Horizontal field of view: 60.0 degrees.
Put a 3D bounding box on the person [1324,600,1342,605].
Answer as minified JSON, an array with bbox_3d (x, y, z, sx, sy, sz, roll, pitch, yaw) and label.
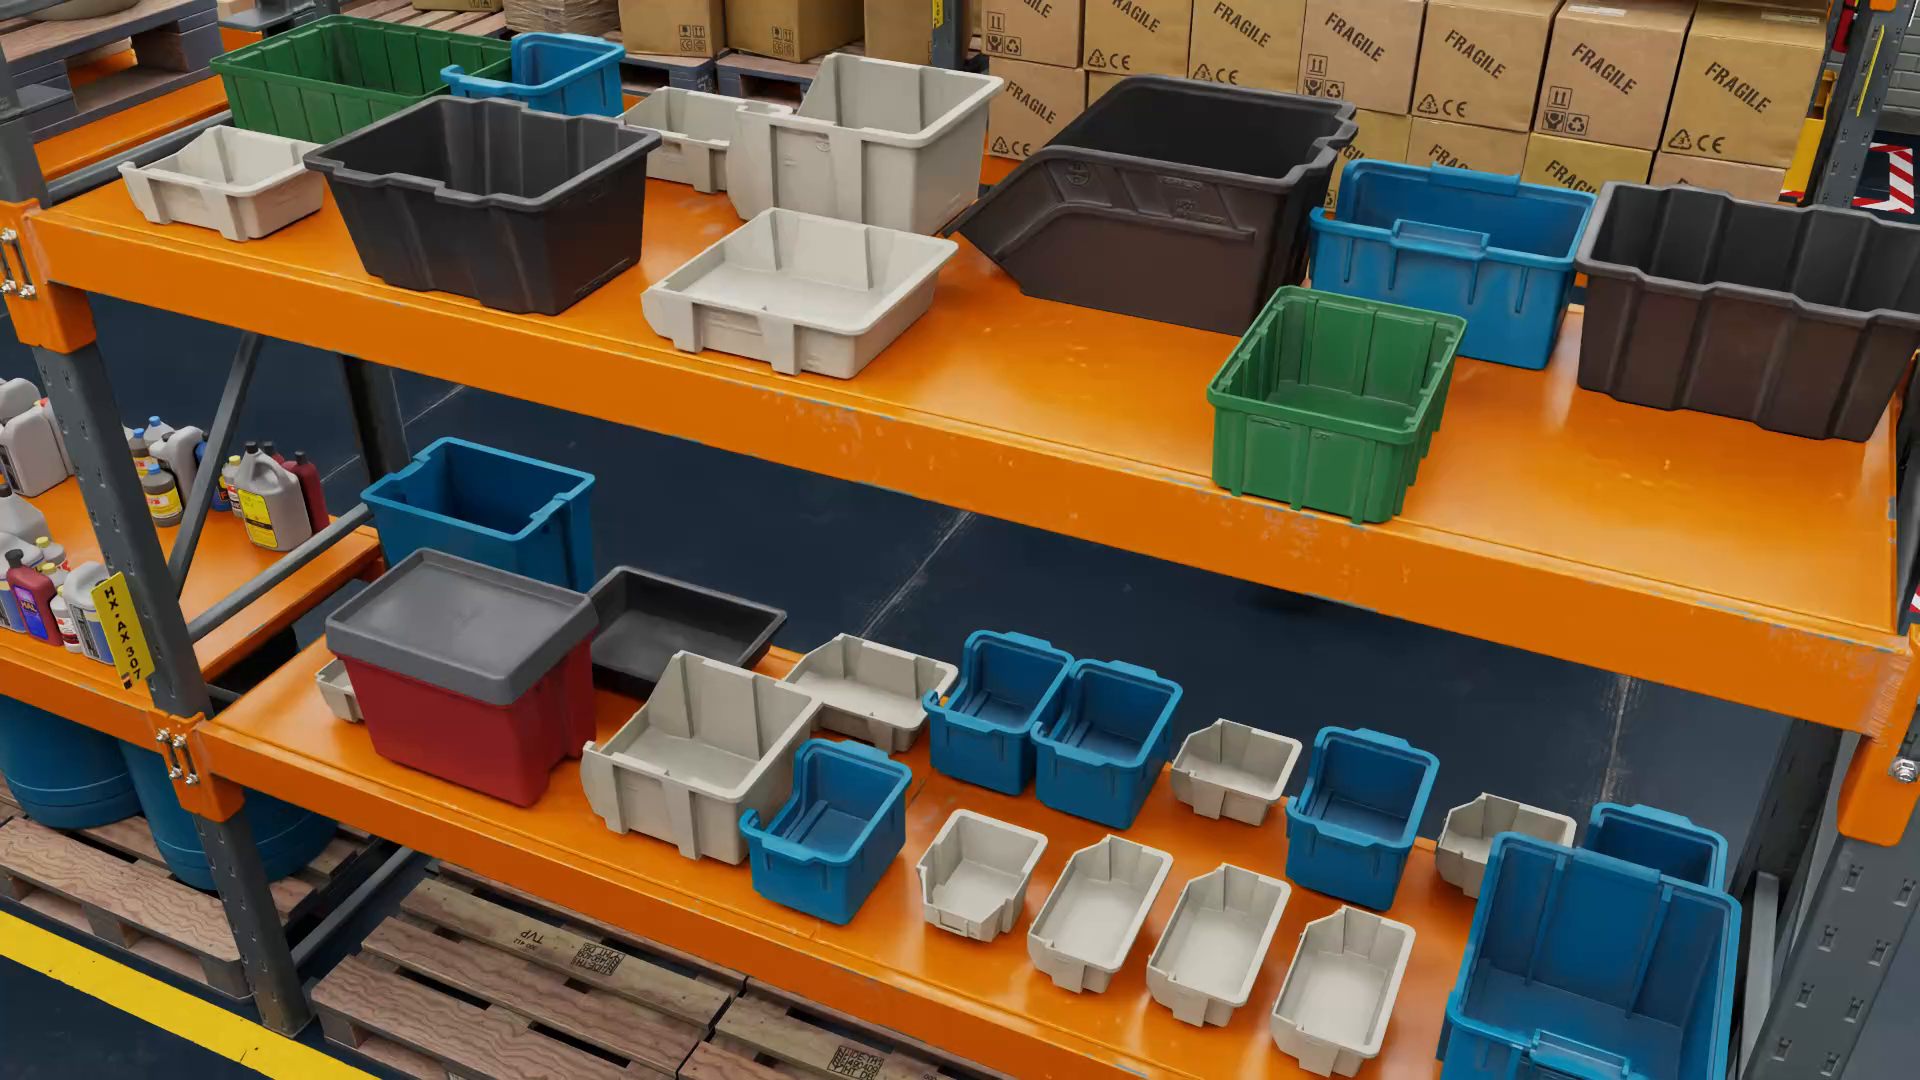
[{"bbox_3d":[1.908,-0.391,6.758,0.955,1.690,0.531,9,35,13],"label":"person"}]
